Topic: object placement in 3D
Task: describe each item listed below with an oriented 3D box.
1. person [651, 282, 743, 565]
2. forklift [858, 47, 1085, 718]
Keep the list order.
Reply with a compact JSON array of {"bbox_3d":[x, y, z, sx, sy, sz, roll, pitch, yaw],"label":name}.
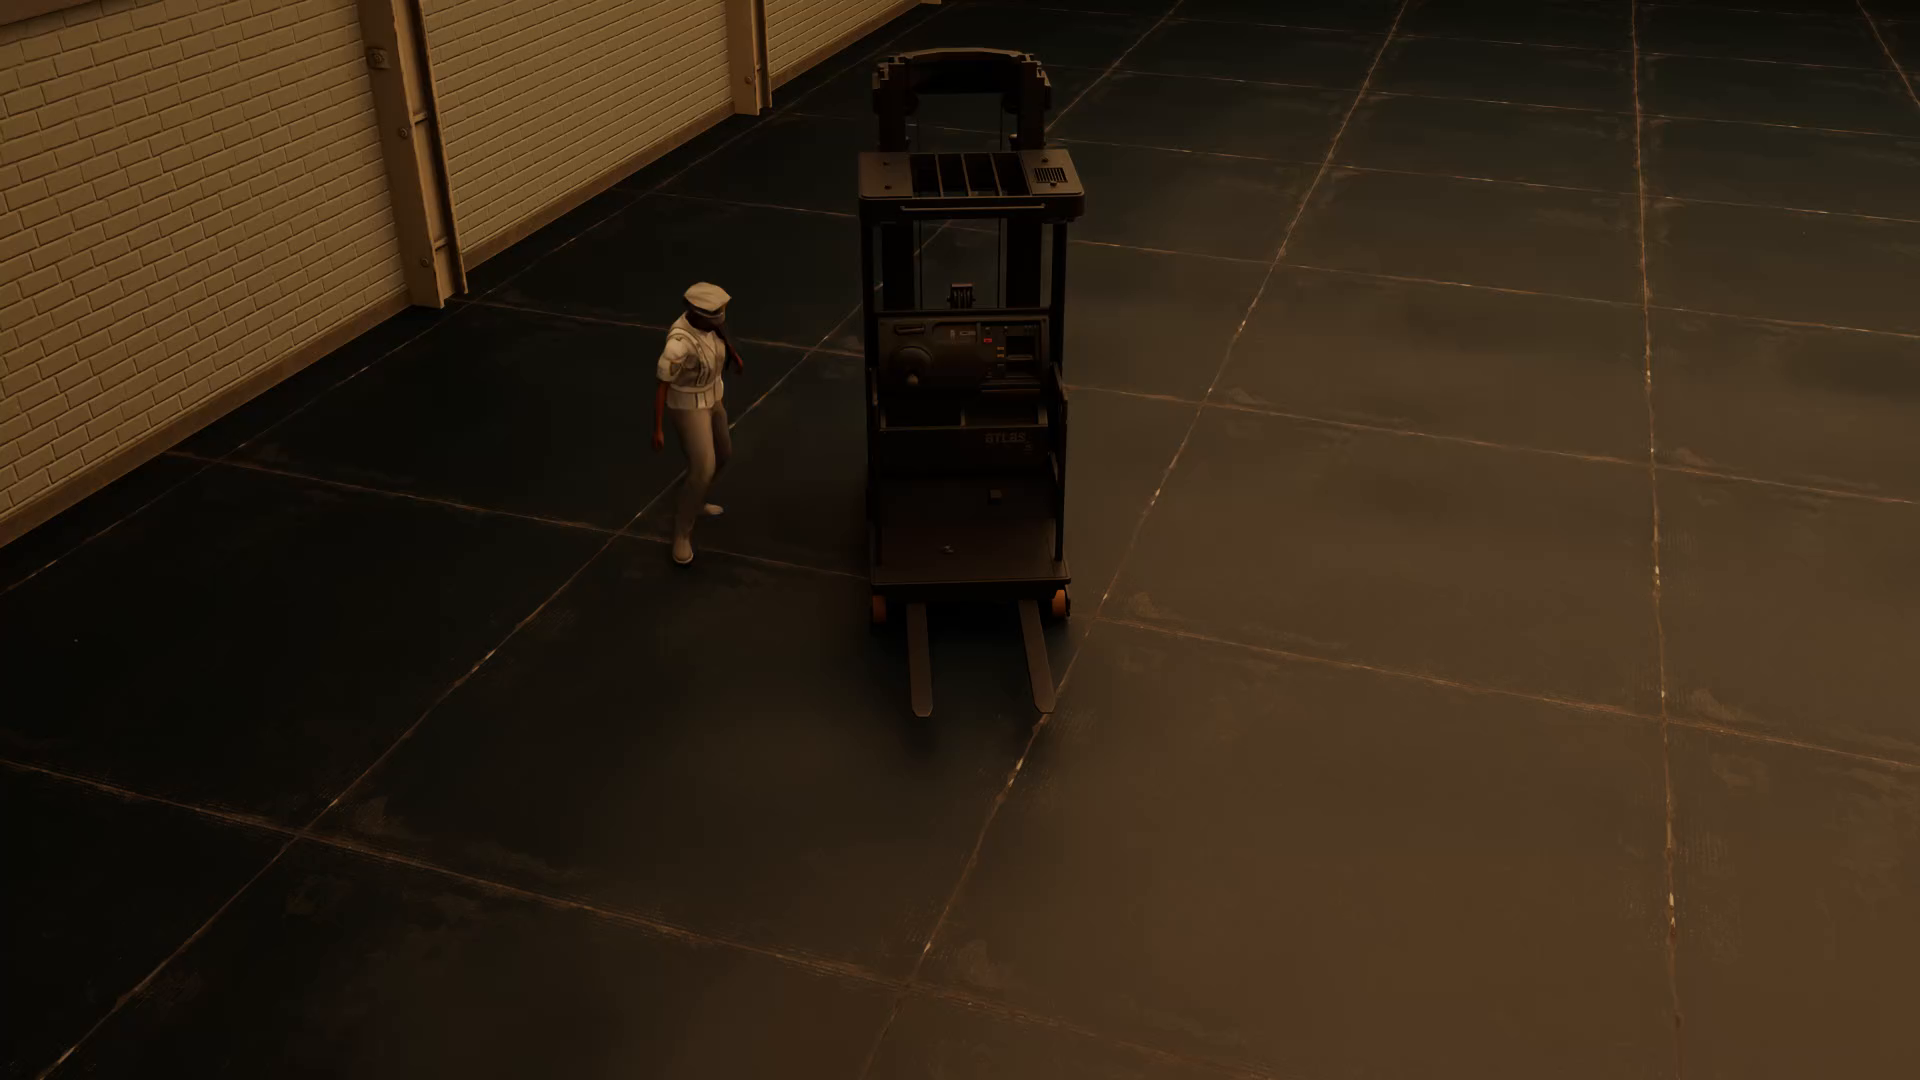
[{"bbox_3d":[-1.546,-0.766,9.875,0.514,1.610,1.067,9,31,15],"label":"person"},{"bbox_3d":[0.035,-0.972,8.842,1.130,2.935,3.031,-2,30,-3],"label":"forklift"}]
